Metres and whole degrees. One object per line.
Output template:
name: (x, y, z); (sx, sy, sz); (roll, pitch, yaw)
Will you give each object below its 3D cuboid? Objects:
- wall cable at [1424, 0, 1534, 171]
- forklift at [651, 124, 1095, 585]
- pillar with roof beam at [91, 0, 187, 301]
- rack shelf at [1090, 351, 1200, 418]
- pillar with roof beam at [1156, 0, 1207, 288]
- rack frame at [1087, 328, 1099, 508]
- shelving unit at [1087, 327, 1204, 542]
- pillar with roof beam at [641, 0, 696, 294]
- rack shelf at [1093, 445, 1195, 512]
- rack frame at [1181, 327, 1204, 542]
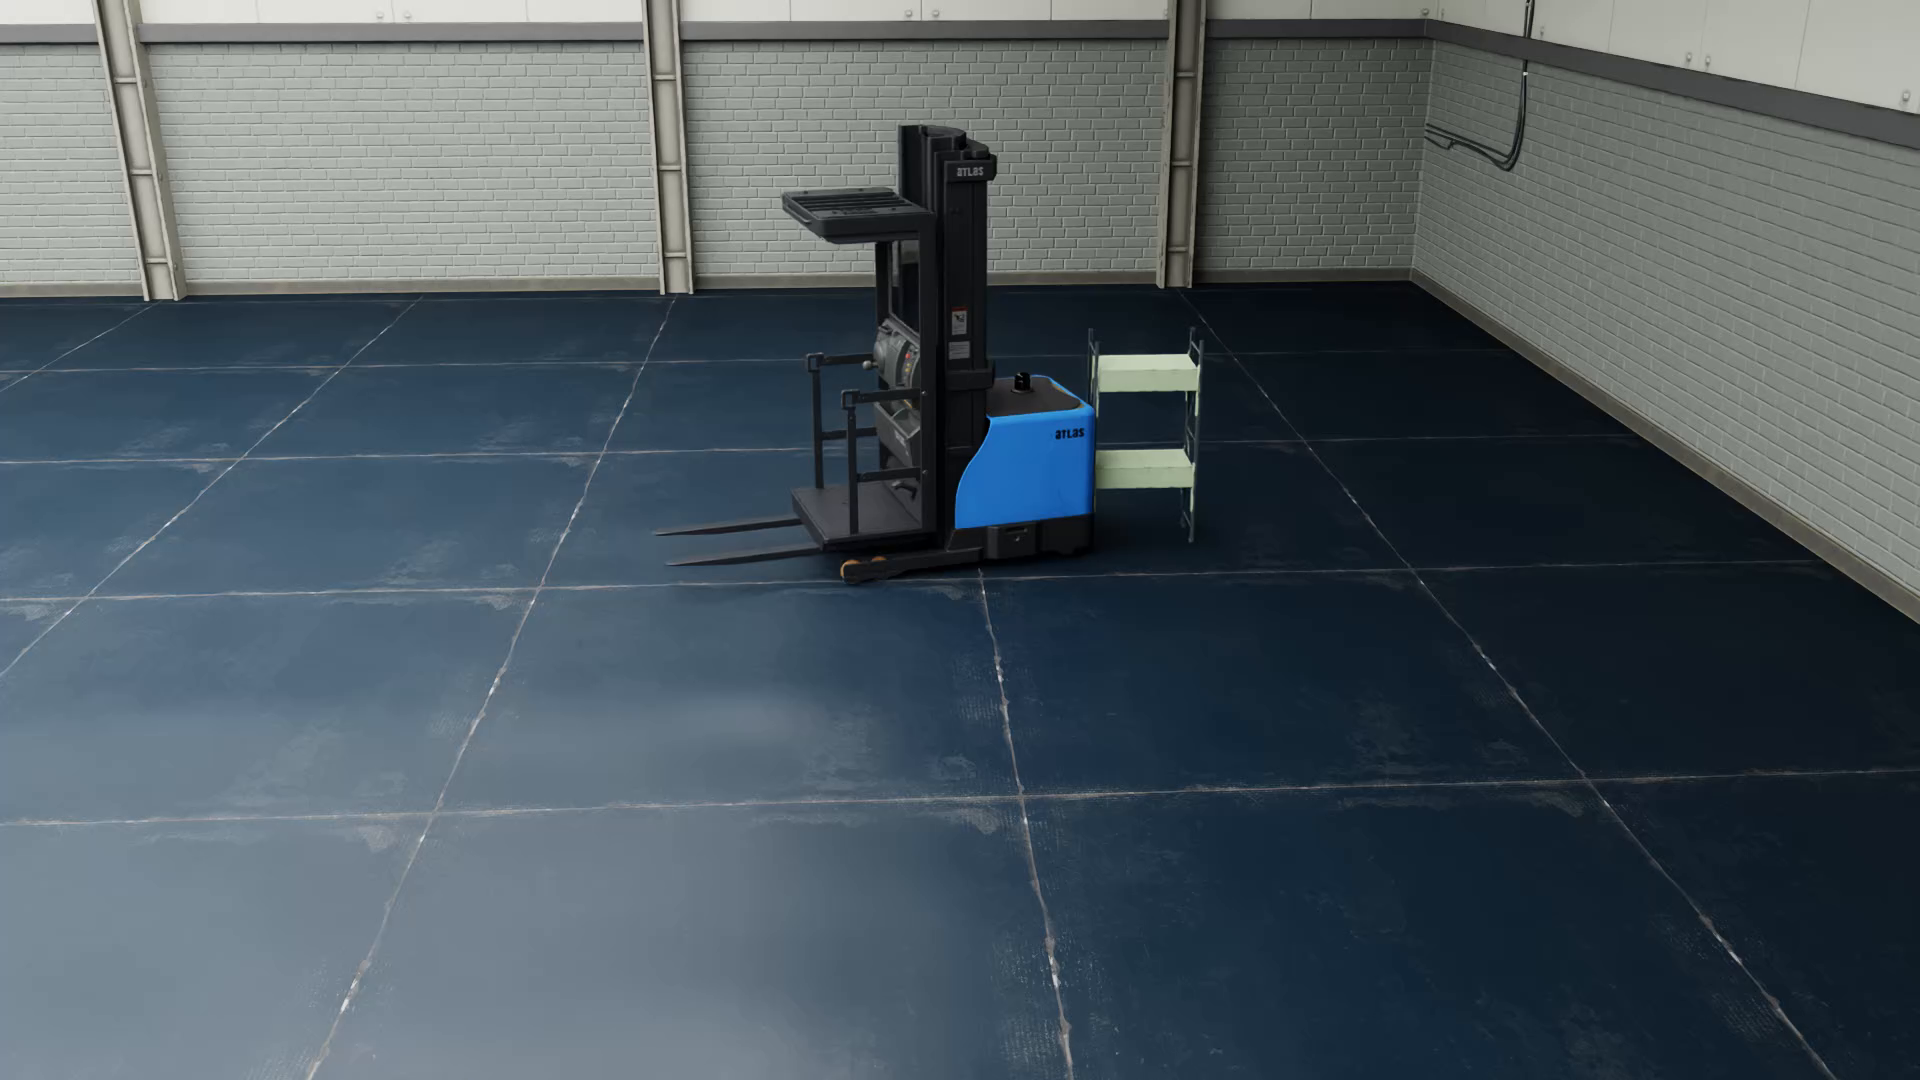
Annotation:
wall cable: (5.625, -5.451, 18.155); (0.112, 2.526, 3.097); (-1, 21, -3)
forklift: (-0.620, -1.276, 11.352); (3.031, 2.935, 1.130); (-7, 22, -17)
pillar with roof beam: (-9.126, -5.539, 14.023); (0.400, 9.000, 9.100); (-1, 21, -3)
rack shelf: (1.309, -1.113, 11.840); (0.720, 0.370, 0.431); (-1, 21, -3)
pillar with roof beam: (2.854, -5.783, 14.663); (0.400, 9.000, 9.100); (-1, 21, -3)
rack frame: (0.943, -0.742, 11.962); (0.023, 1.500, 0.400); (-1, 21, -3)
shelving unit: (1.309, -0.748, 11.978); (0.755, 1.500, 0.431); (-1, 21, -3)
pillar with roof beam: (-3.136, -5.661, 14.343); (0.400, 9.000, 9.100); (-1, 21, -3)
rack shelf: (1.309, -0.444, 12.094); (0.720, 0.370, 0.431); (-1, 21, -3)
rack frame: (1.674, -0.755, 11.995); (0.023, 1.500, 0.400); (-1, 21, -3)
